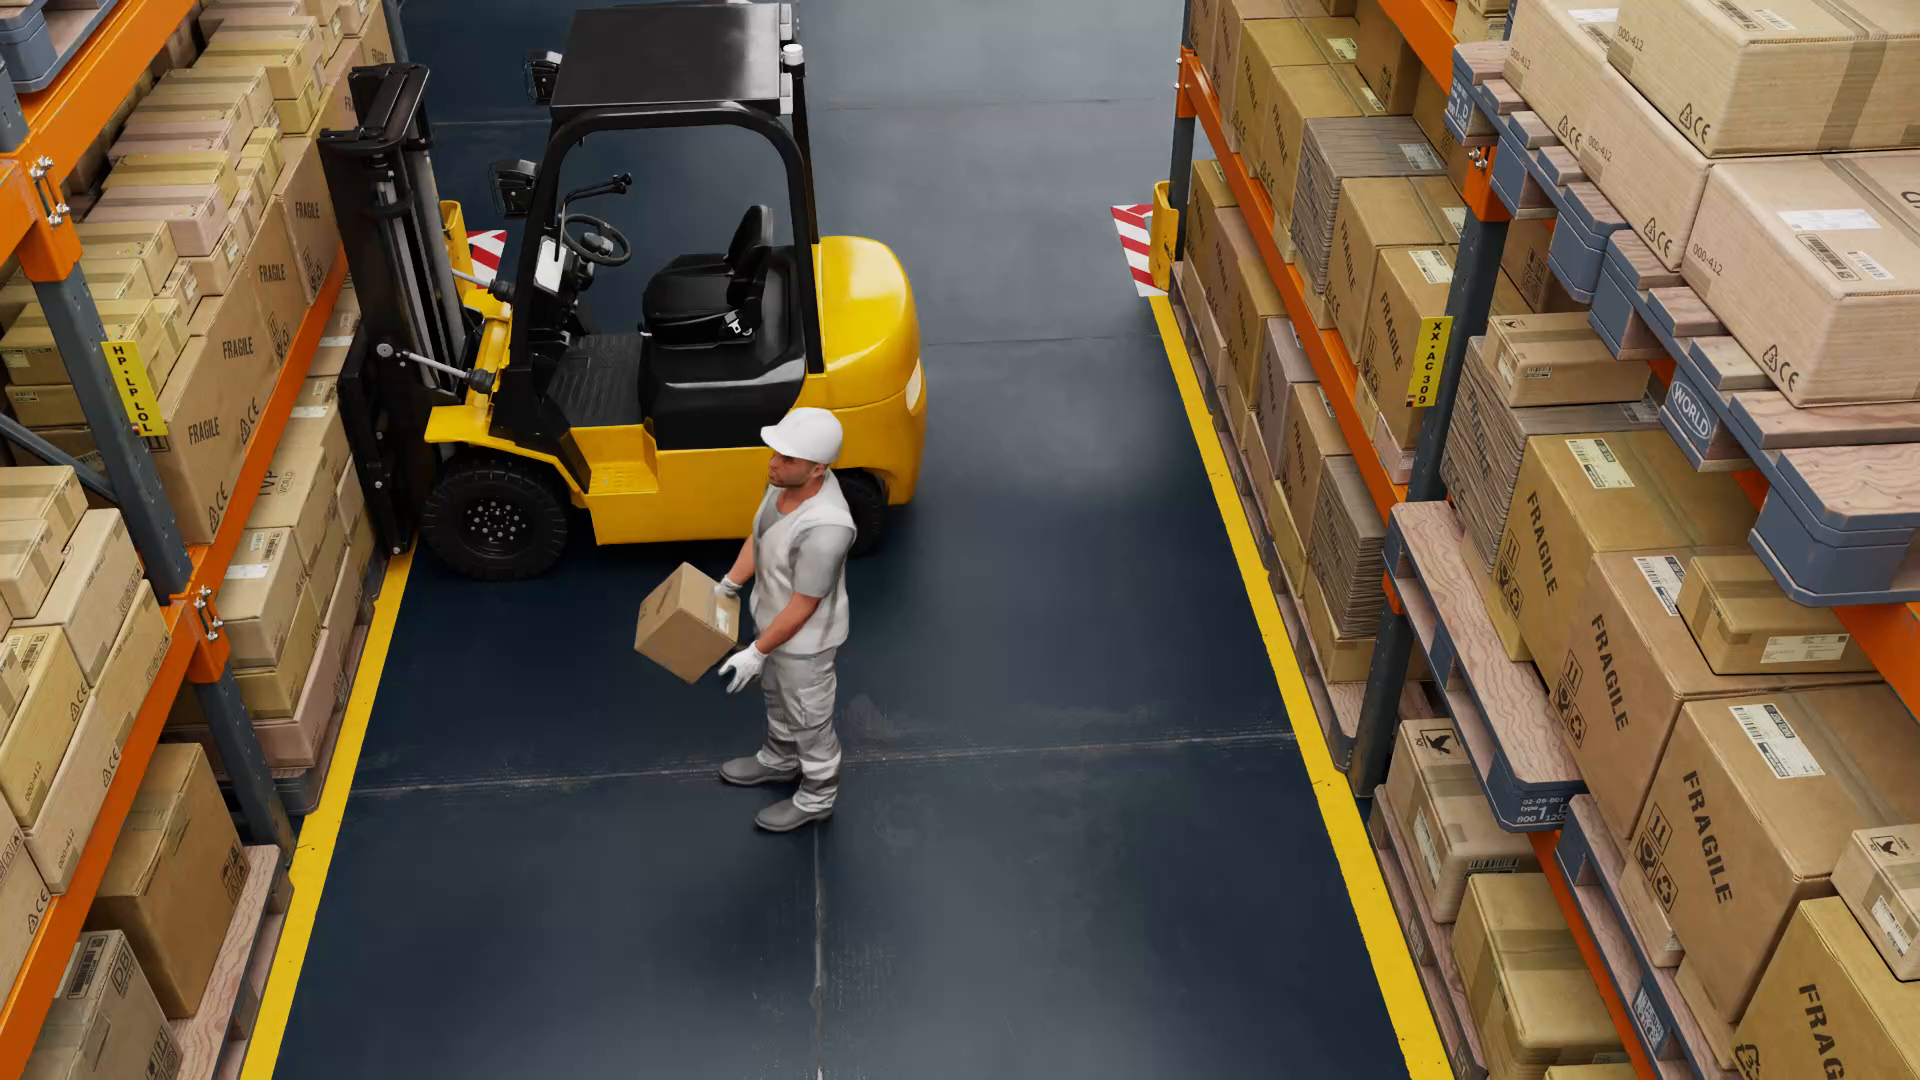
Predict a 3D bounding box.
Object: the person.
[{"bbox_3d":[-0.624,0.304,5.747,0.514,1.794,0.560,-14,41,-16],"label":"person"}]
